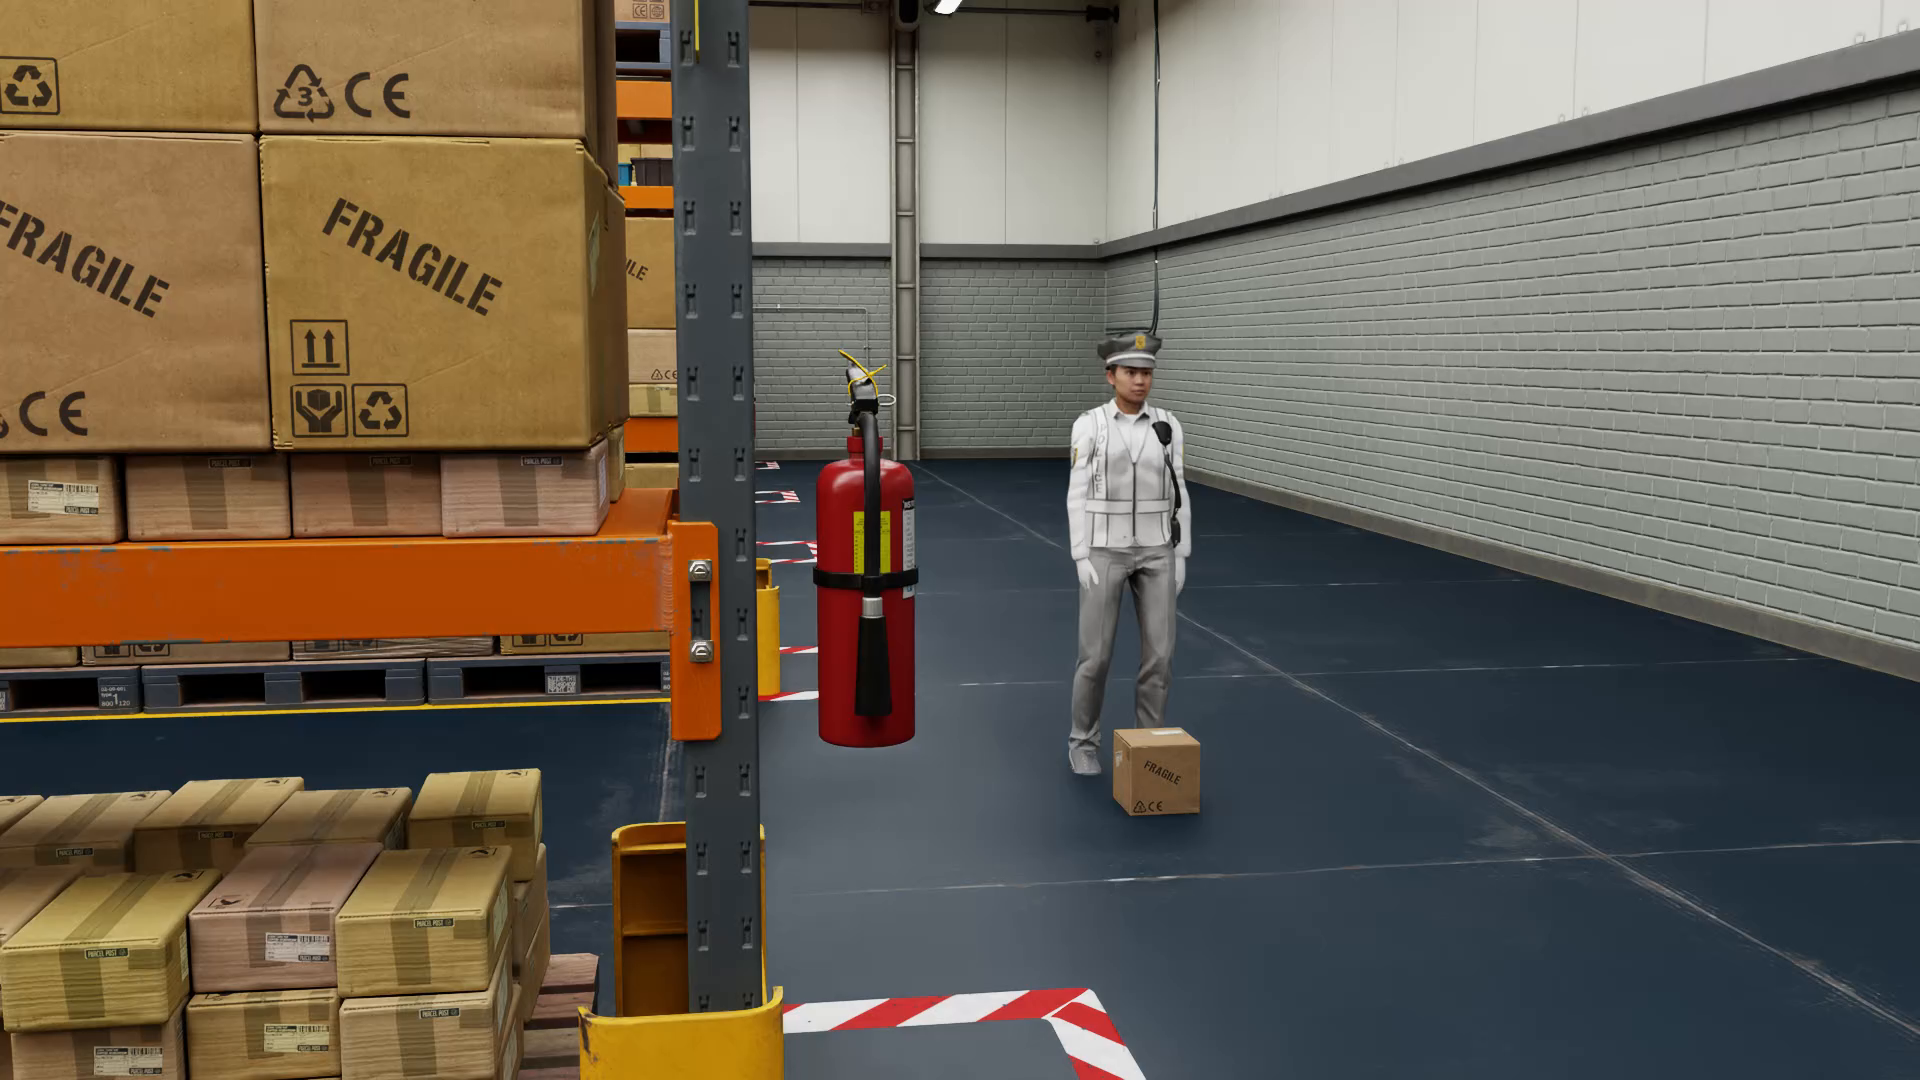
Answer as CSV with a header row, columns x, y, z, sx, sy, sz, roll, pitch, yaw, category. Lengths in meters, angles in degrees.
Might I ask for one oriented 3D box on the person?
x,y,z,sx,sy,sz,roll,pitch,yaw,category
0.643,0.089,6.275,0.471,1.733,0.378,-1,7,-7,person
